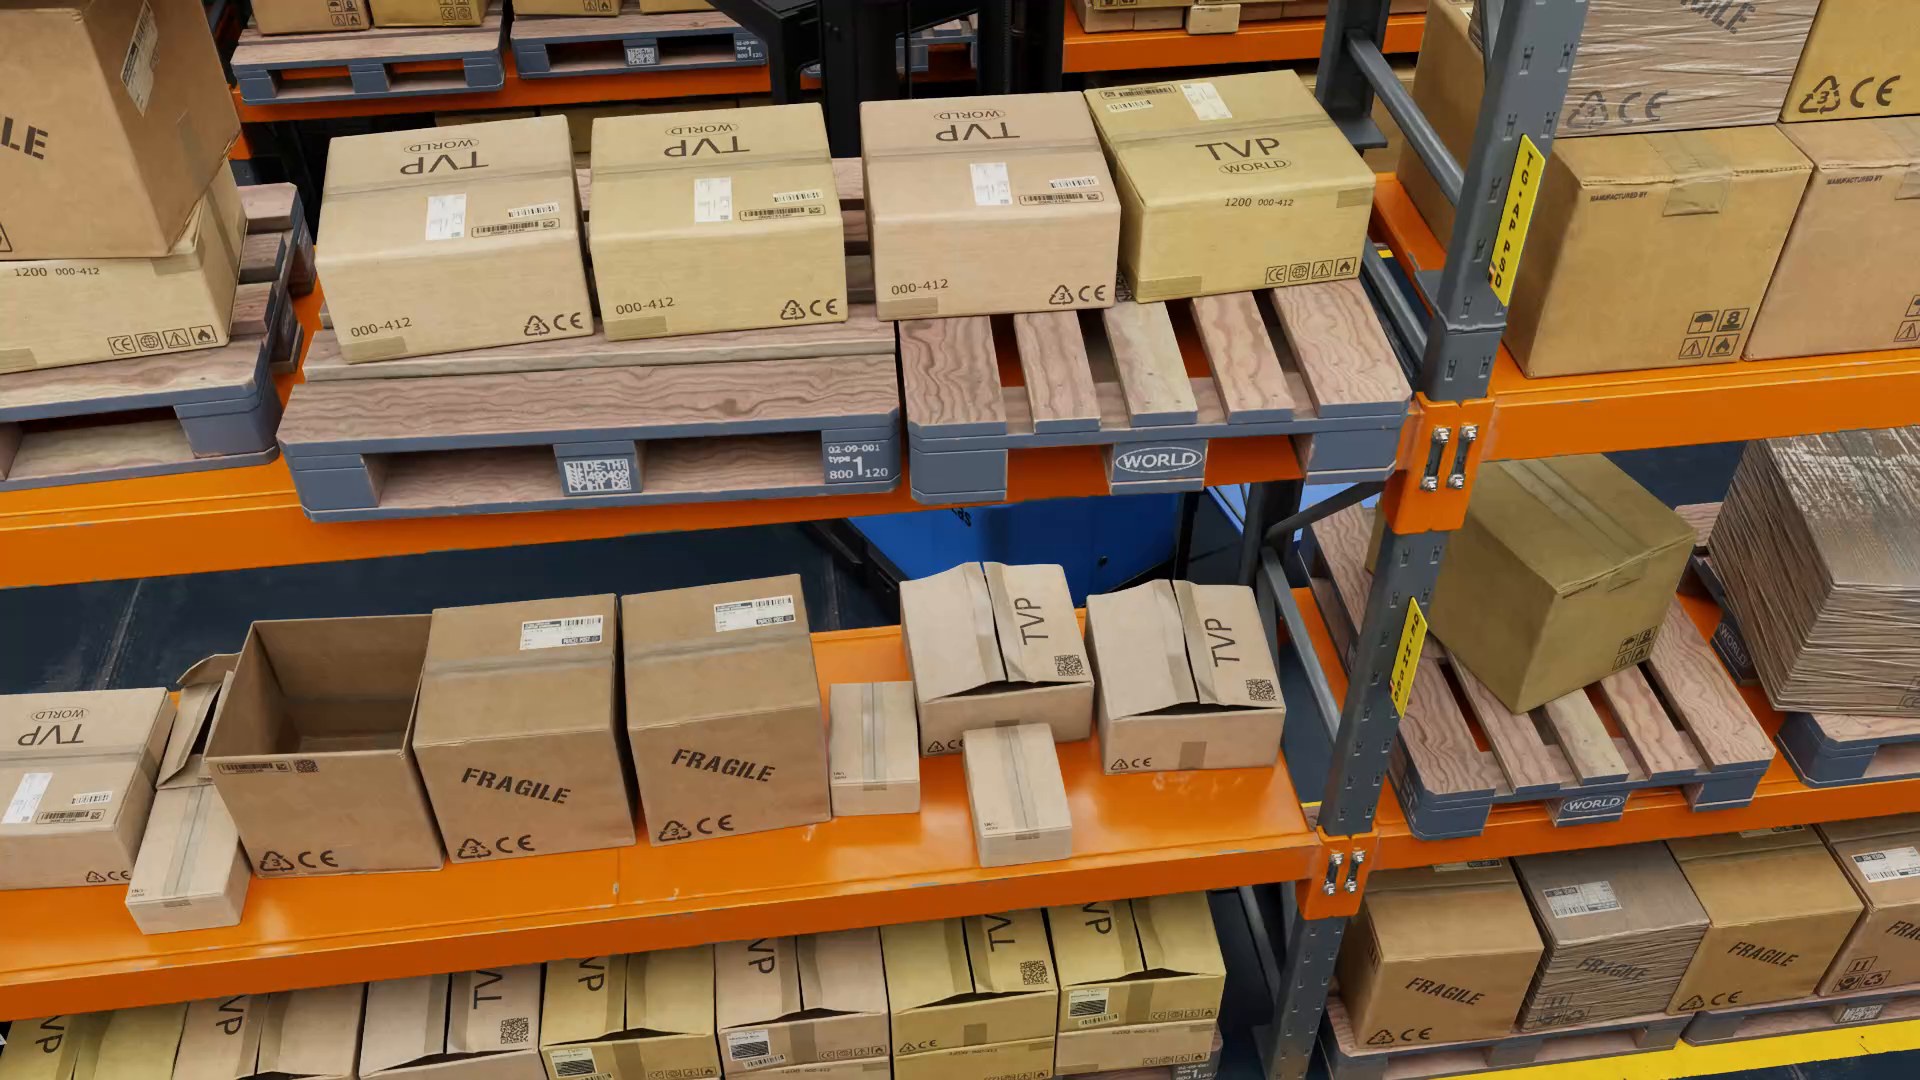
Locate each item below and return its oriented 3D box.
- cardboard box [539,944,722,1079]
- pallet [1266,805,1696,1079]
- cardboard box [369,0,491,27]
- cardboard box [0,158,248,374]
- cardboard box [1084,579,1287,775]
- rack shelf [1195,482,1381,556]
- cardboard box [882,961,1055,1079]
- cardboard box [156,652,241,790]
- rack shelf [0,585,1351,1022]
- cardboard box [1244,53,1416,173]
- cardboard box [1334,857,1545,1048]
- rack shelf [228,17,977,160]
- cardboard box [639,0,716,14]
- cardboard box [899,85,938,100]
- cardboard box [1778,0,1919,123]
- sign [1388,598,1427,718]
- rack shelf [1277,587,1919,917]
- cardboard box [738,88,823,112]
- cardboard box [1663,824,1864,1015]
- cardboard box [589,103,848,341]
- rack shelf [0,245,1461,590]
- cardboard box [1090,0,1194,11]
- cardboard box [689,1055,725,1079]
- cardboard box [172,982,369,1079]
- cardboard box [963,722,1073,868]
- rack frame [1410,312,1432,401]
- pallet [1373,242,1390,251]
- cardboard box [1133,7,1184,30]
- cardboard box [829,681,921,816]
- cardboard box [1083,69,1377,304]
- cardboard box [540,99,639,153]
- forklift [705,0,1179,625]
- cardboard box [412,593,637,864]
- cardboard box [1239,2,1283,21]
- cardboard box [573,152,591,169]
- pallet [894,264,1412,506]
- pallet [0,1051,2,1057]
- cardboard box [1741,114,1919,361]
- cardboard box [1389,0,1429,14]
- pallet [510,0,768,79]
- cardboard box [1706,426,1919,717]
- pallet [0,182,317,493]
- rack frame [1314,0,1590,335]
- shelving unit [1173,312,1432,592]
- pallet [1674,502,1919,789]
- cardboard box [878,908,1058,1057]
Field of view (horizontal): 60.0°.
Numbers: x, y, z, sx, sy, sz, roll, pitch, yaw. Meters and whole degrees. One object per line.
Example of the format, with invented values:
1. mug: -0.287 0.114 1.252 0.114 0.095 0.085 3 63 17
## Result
1. cardboard box: -0.989 1.350 5.049 0.500 0.311 0.500 -4 42 -4
2. pallet: 1.757 1.346 5.815 1.213 0.211 1.003 -5 42 -6
3. cardboard box: -2.537 -2.857 7.990 0.500 0.500 0.700 -1 42 -1
4. cardboard box: -1.798 -0.613 3.464 0.500 0.250 0.500 -9 43 -10
5. cardboard box: 0.645 0.386 4.864 0.500 0.311 0.500 -3 42 -3
6. rack shelf: 1.503 -0.167 6.799 1.000 0.185 0.538 -15 44 -16
7. cardboard box: 0.011 1.471 5.335 0.500 0.250 0.500 -5 42 -6
8. cardboard box: -2.107 0.550 4.717 0.258 0.266 0.396 -6 42 -7
9. rack shelf: -0.972 0.792 4.885 4.000 0.370 1.077 -5 42 -6
10. cardboard box: 1.981 -2.345 9.117 0.750 0.750 0.750 -5 42 -6
11. cardboard box: 1.500 1.266 5.360 0.500 0.500 0.500 -3 42 -4
12. rack shelf: -1.618 -2.498 8.532 4.000 0.370 1.077 -5 42 -6
13. cardboard box: -1.332 -2.969 8.114 0.500 0.500 0.700 -5 42 -6
14. cardboard box: -0.342 -2.077 9.066 0.500 0.500 0.700 -4 42 -5
15. cardboard box: 1.950 -1.250 3.550 0.500 0.500 0.500 -5 42 -6
16. sign: 1.087 0.289 4.041 0.005 0.325 0.100 -5 42 -6
17. rack shelf: 2.994 0.444 5.270 4.000 0.370 1.077 -5 42 -6
18. cardboard box: -0.915 -2.347 8.806 0.500 0.250 0.500 -4 42 -5
19. cardboard box: 2.516 1.176 5.459 0.500 0.500 0.500 -6 42 -6
20. cardboard box: -0.517 -0.687 3.546 0.500 0.250 0.500 -6 42 -6
21. rack shelf: -0.972 -0.322 3.880 4.000 0.370 1.077 -5 42 -6
22. cardboard box: 0.880 -2.966 8.202 0.500 0.500 0.500 -4 42 -4
23. cardboard box: -0.998 1.559 5.237 0.500 0.250 0.500 -4 42 -5
24. cardboard box: -2.016 1.444 4.945 0.500 0.311 0.500 -5 42 -6
25. cardboard box: 0.155 0.706 4.631 0.250 0.149 0.380 -5 42 -6
26. rack frame: 1.977 -0.423 6.815 0.032 1.500 0.500 -15 44 -16
27. pallet: 2.364 -2.026 9.553 1.213 0.211 1.003 -5 42 -6
28. cardboard box: 0.973 -2.744 8.440 0.250 0.149 0.380 -4 42 -5
29. cardboard box: -0.246 0.592 4.757 0.250 0.149 0.380 -2 42 -2
30. cardboard box: 0.569 -0.787 3.657 0.500 0.250 0.500 -8 43 -9
31. cardboard box: -1.922 -2.268 8.718 0.500 0.250 0.500 -6 42 -7
32. forklift: -0.369 -1.425 6.857 1.130 2.935 3.031 -26 48 -26
33. cardboard box: -1.172 0.516 4.579 0.500 0.500 0.500 -5 42 -5
34. cardboard box: 1.481 -2.814 8.518 0.250 0.149 0.380 -5 42 -6
35. cardboard box: -1.856 -1.997 8.978 0.500 0.500 0.700 -5 42 -5
36. pallet: 0.350 -0.575 3.764 1.003 0.211 1.213 -3 42 -4
37. pallet: -3.749 1.775 5.340 1.213 0.211 1.003 -5 42 -6
38. cardboard box: 1.945 -0.905 3.915 0.500 0.500 0.910 -5 42 -6
39. cardboard box: 2.241 -2.868 8.578 0.250 0.149 0.380 -5 42 -5
40. pallet: -1.592 -2.669 8.327 1.213 0.211 1.003 -5 42 -6
41. cardboard box: 2.553 0.076 4.754 0.500 0.500 0.700 2 42 3
42. pallet: -2.082 -0.430 3.606 1.217 0.209 0.805 -7 42 -7
43. rack frame: 1.011 -1.877 2.827 0.127 3.000 1.000 -5 42 -6
44. shelving unit: 1.503 -0.300 6.678 1.048 1.500 0.538 -15 44 -16
45. pallet: 2.939 0.250 5.092 1.213 0.211 1.003 -5 42 -6
46. cardboard box: 0.009 1.266 5.143 0.500 0.311 0.500 -6 42 -6
